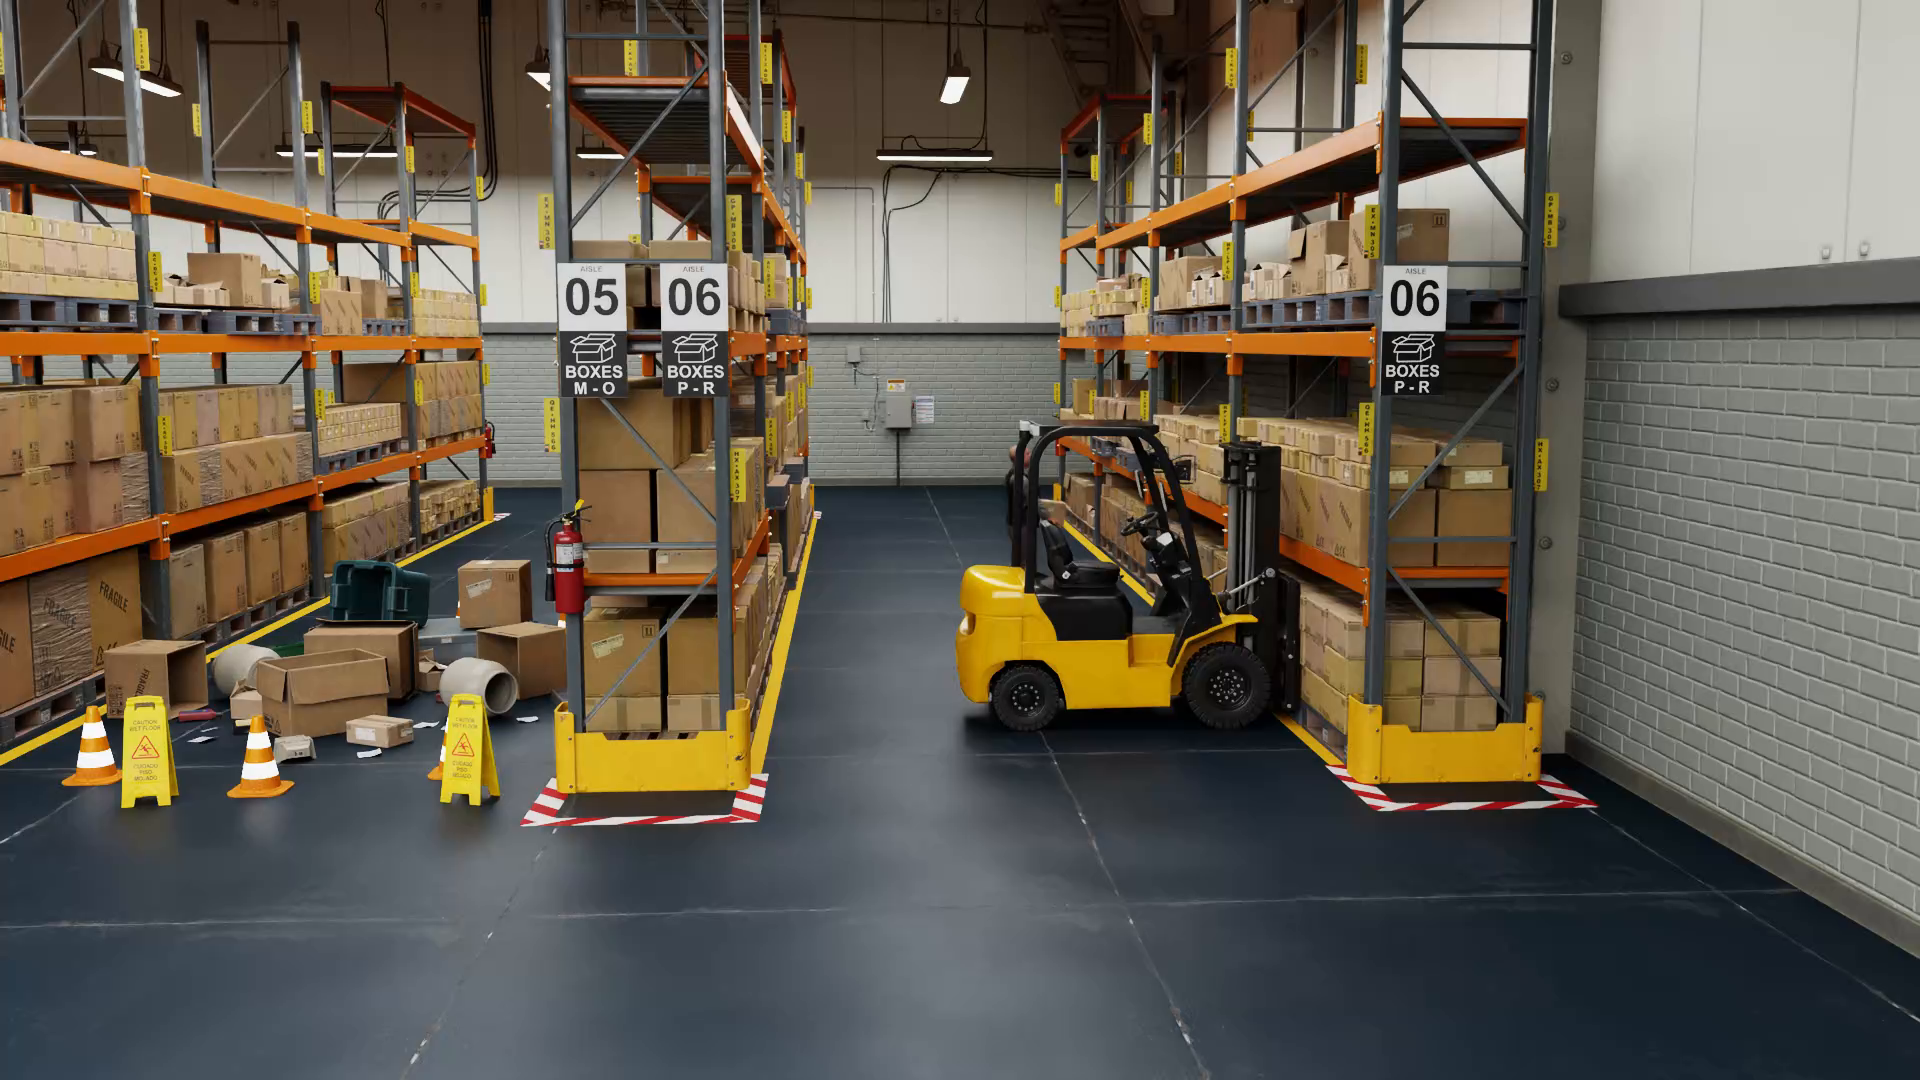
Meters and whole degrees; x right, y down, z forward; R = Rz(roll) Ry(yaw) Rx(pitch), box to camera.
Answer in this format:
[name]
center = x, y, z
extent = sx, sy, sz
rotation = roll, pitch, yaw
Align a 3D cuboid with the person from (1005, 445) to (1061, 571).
[person]
center = 0.732, -0.066, 16.775
extent = 0.548, 1.633, 0.494
rotation = 0, 7, -3
